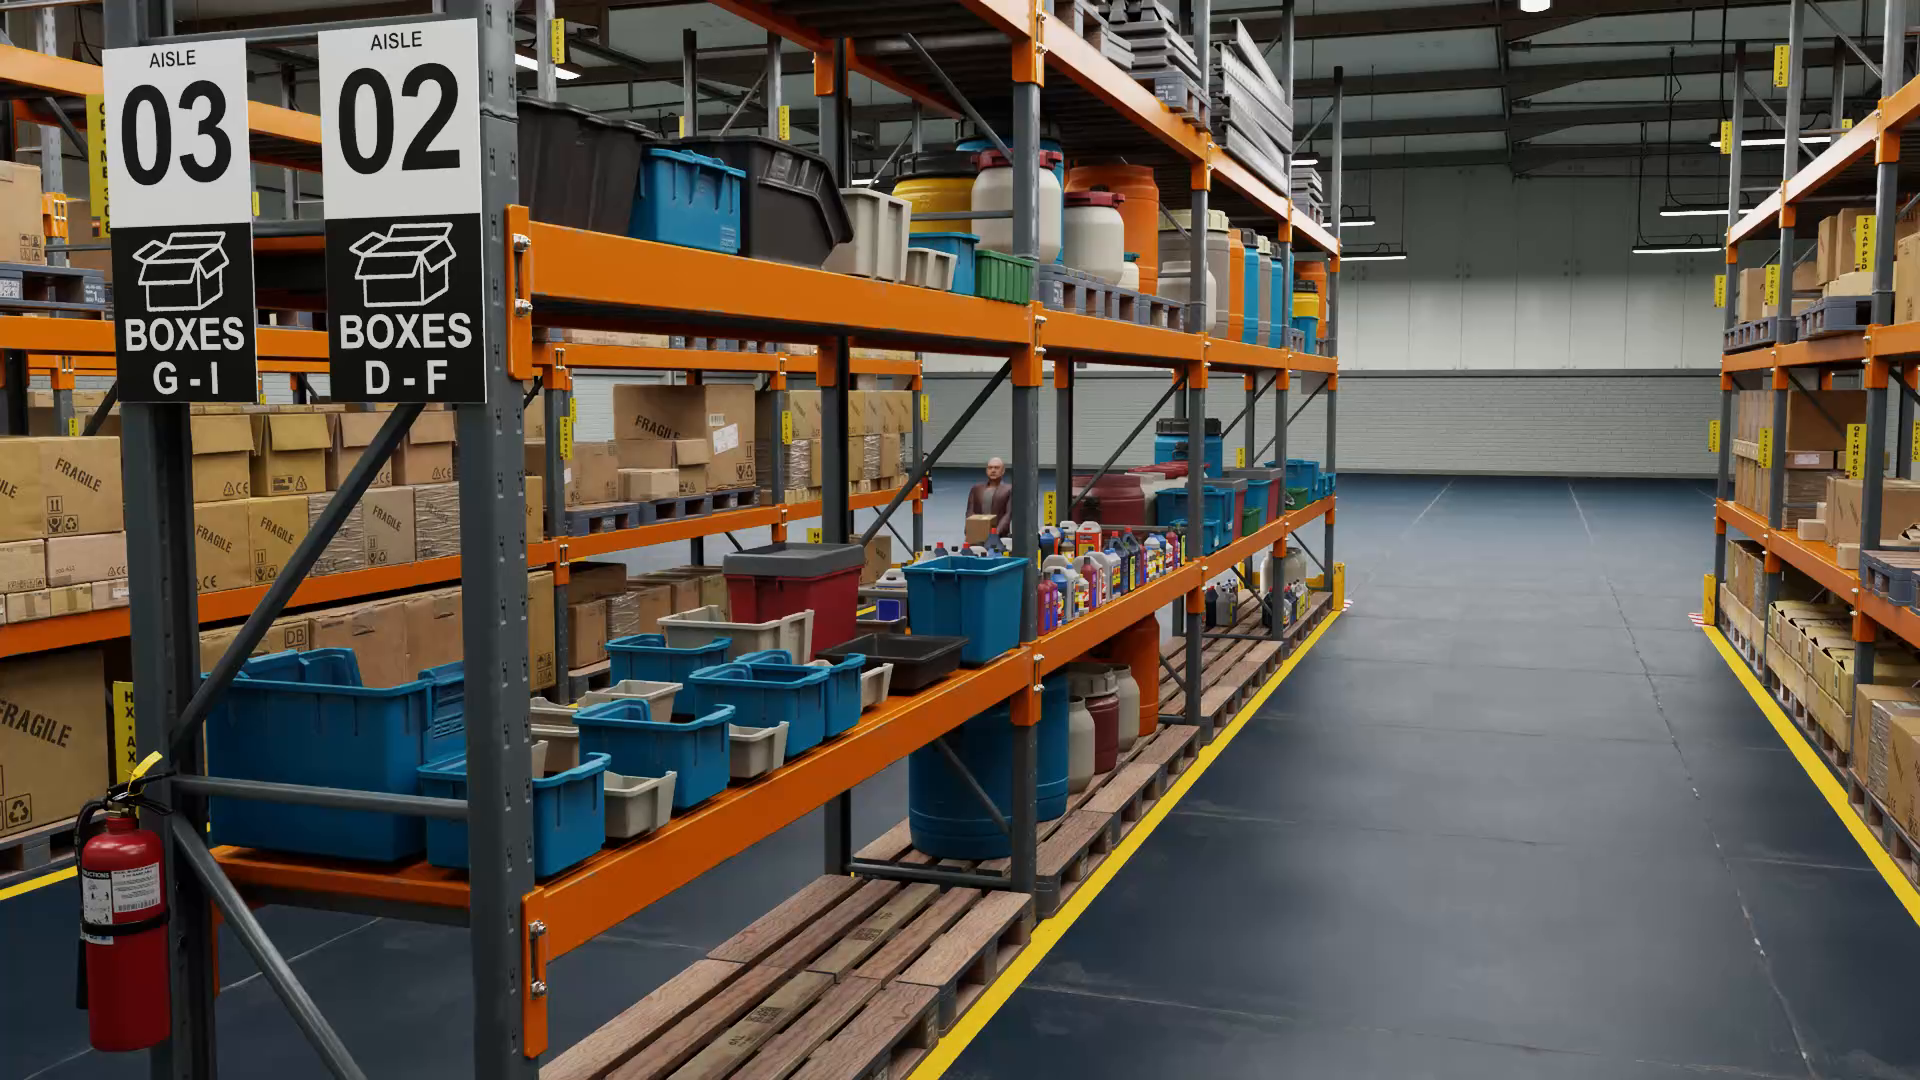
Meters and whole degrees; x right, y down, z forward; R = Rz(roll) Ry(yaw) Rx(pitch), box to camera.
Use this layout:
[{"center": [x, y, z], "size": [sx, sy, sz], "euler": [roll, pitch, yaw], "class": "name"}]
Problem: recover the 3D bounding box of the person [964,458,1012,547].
[{"center": [0.286, 0.061, 16.770], "size": [0.530, 1.769, 0.563], "euler": [2, 5, 19], "class": "person"}]
